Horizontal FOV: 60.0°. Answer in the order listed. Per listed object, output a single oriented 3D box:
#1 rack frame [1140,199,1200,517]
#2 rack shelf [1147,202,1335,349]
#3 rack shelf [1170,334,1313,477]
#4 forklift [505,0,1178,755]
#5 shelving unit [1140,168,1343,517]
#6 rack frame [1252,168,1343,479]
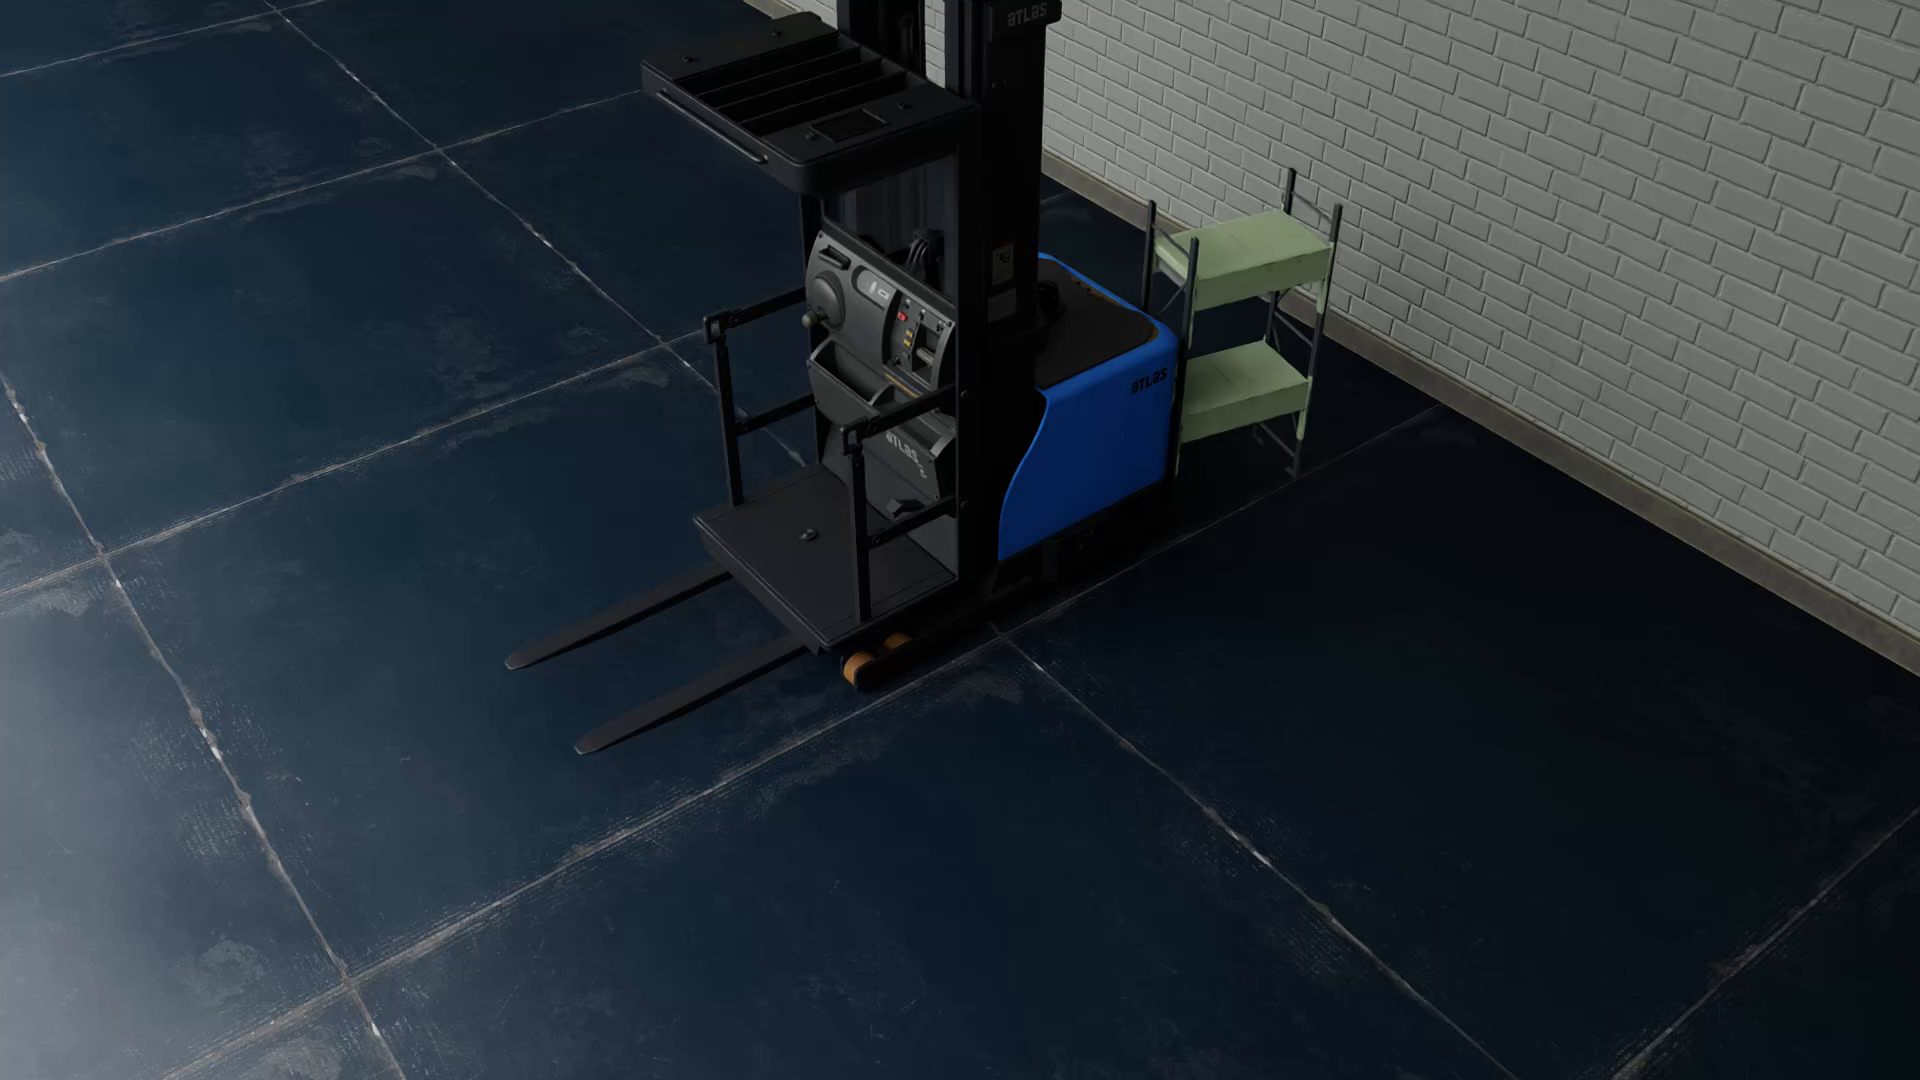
[{"bbox_3d":[0.927,-0.809,7.687,0.023,1.500,0.400,-16,42,-19],"label":"rack frame"},{"bbox_3d":[1.259,-1.207,7.557,0.720,0.370,0.431,-16,42,-19],"label":"rack shelf"},{"bbox_3d":[1.259,-0.653,8.011,0.720,0.370,0.431,-16,42,-19],"label":"rack shelf"},{"bbox_3d":[-0.497,-0.877,6.642,3.031,2.935,1.130,-26,46,-28],"label":"forklift"},{"bbox_3d":[1.259,-0.905,7.805,0.755,1.500,0.431,-16,42,-19],"label":"shelving unit"},{"bbox_3d":[1.592,-1.002,7.923,0.023,1.500,0.400,-16,42,-19],"label":"rack frame"}]
